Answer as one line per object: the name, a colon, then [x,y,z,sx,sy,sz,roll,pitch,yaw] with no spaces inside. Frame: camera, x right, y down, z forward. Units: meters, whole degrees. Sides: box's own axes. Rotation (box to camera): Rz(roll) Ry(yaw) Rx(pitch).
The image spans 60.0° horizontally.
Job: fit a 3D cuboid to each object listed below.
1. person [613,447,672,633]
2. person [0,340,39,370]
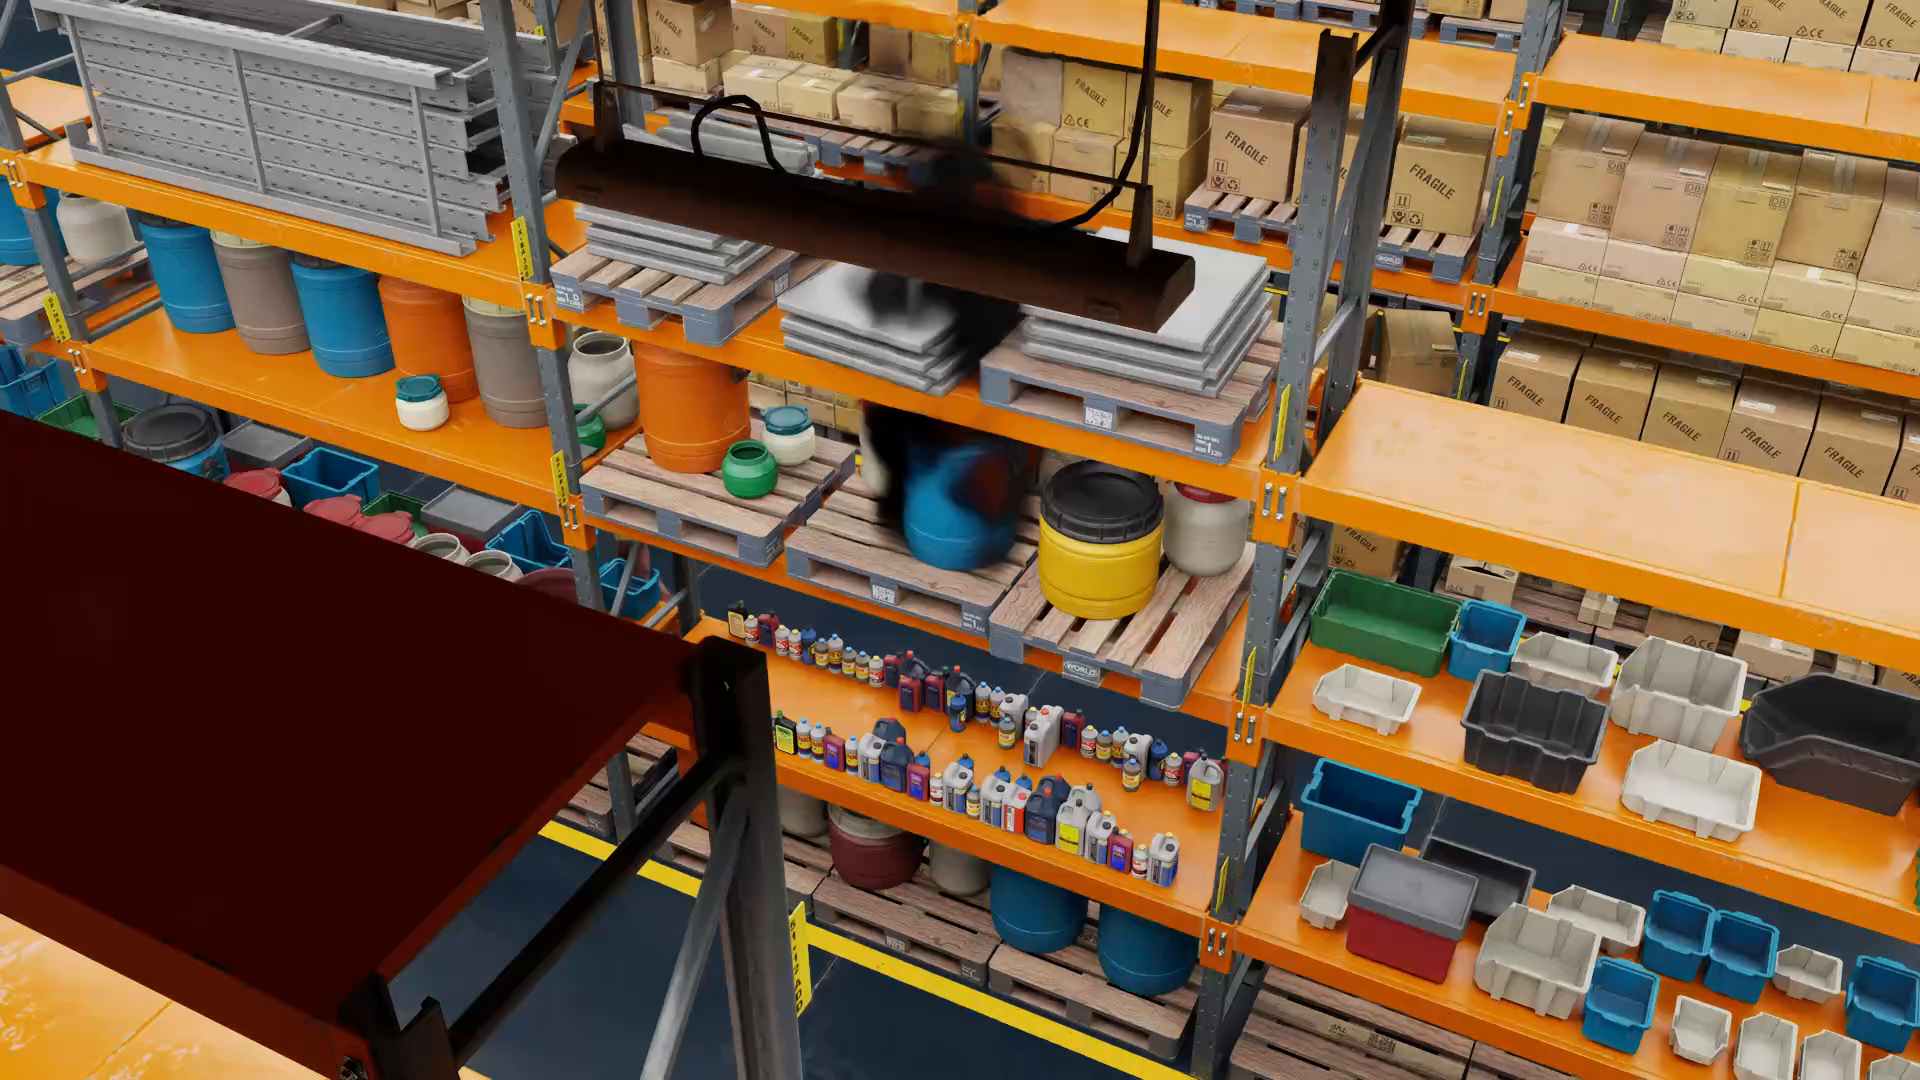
person: [-2.438,-0.040,12.435,0.882,1.680,0.578,14,37,19]
person: [-8.476,-1.612,14.726,0.617,1.779,0.725,6,35,8]
